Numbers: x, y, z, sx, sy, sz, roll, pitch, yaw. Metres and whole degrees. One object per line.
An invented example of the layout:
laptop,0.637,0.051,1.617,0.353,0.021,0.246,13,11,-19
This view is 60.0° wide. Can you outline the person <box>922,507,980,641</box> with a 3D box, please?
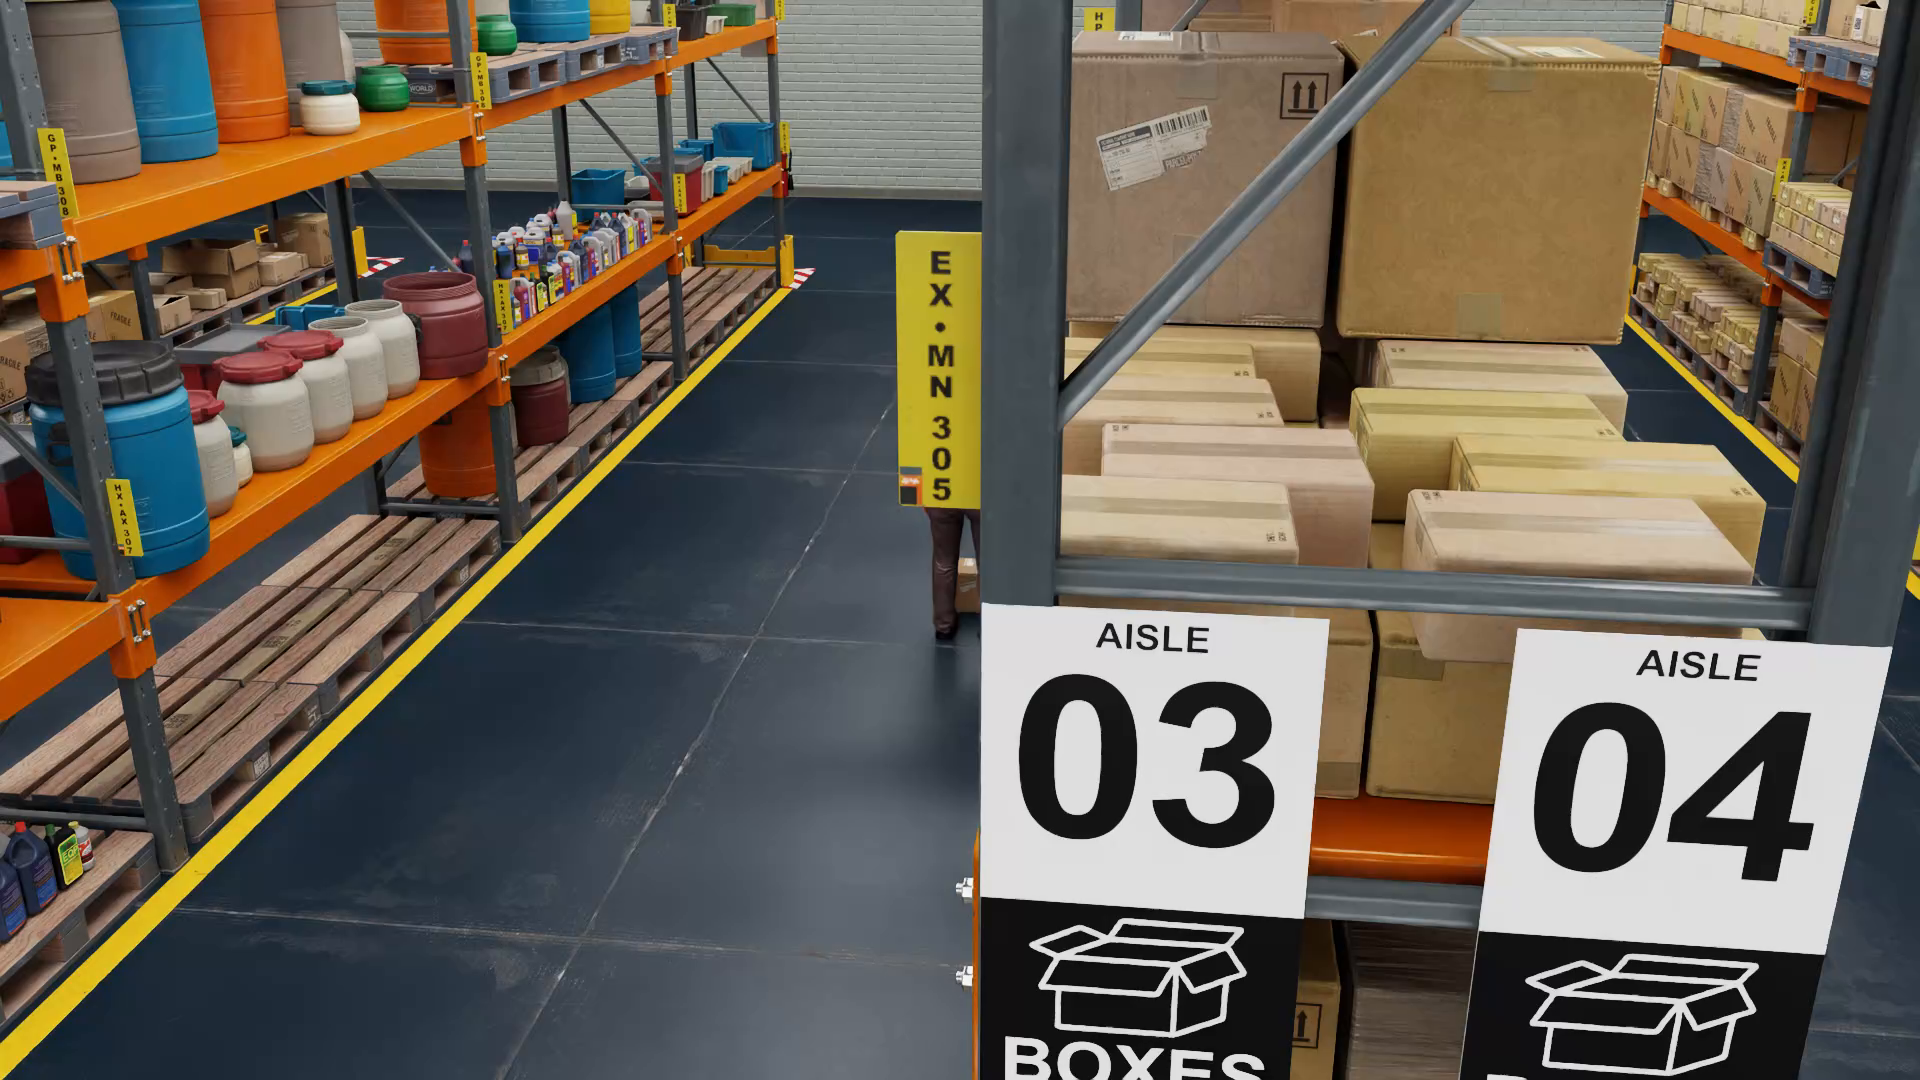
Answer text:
person,0.028,-0.190,9.286,0.537,1.664,0.429,3,21,8
